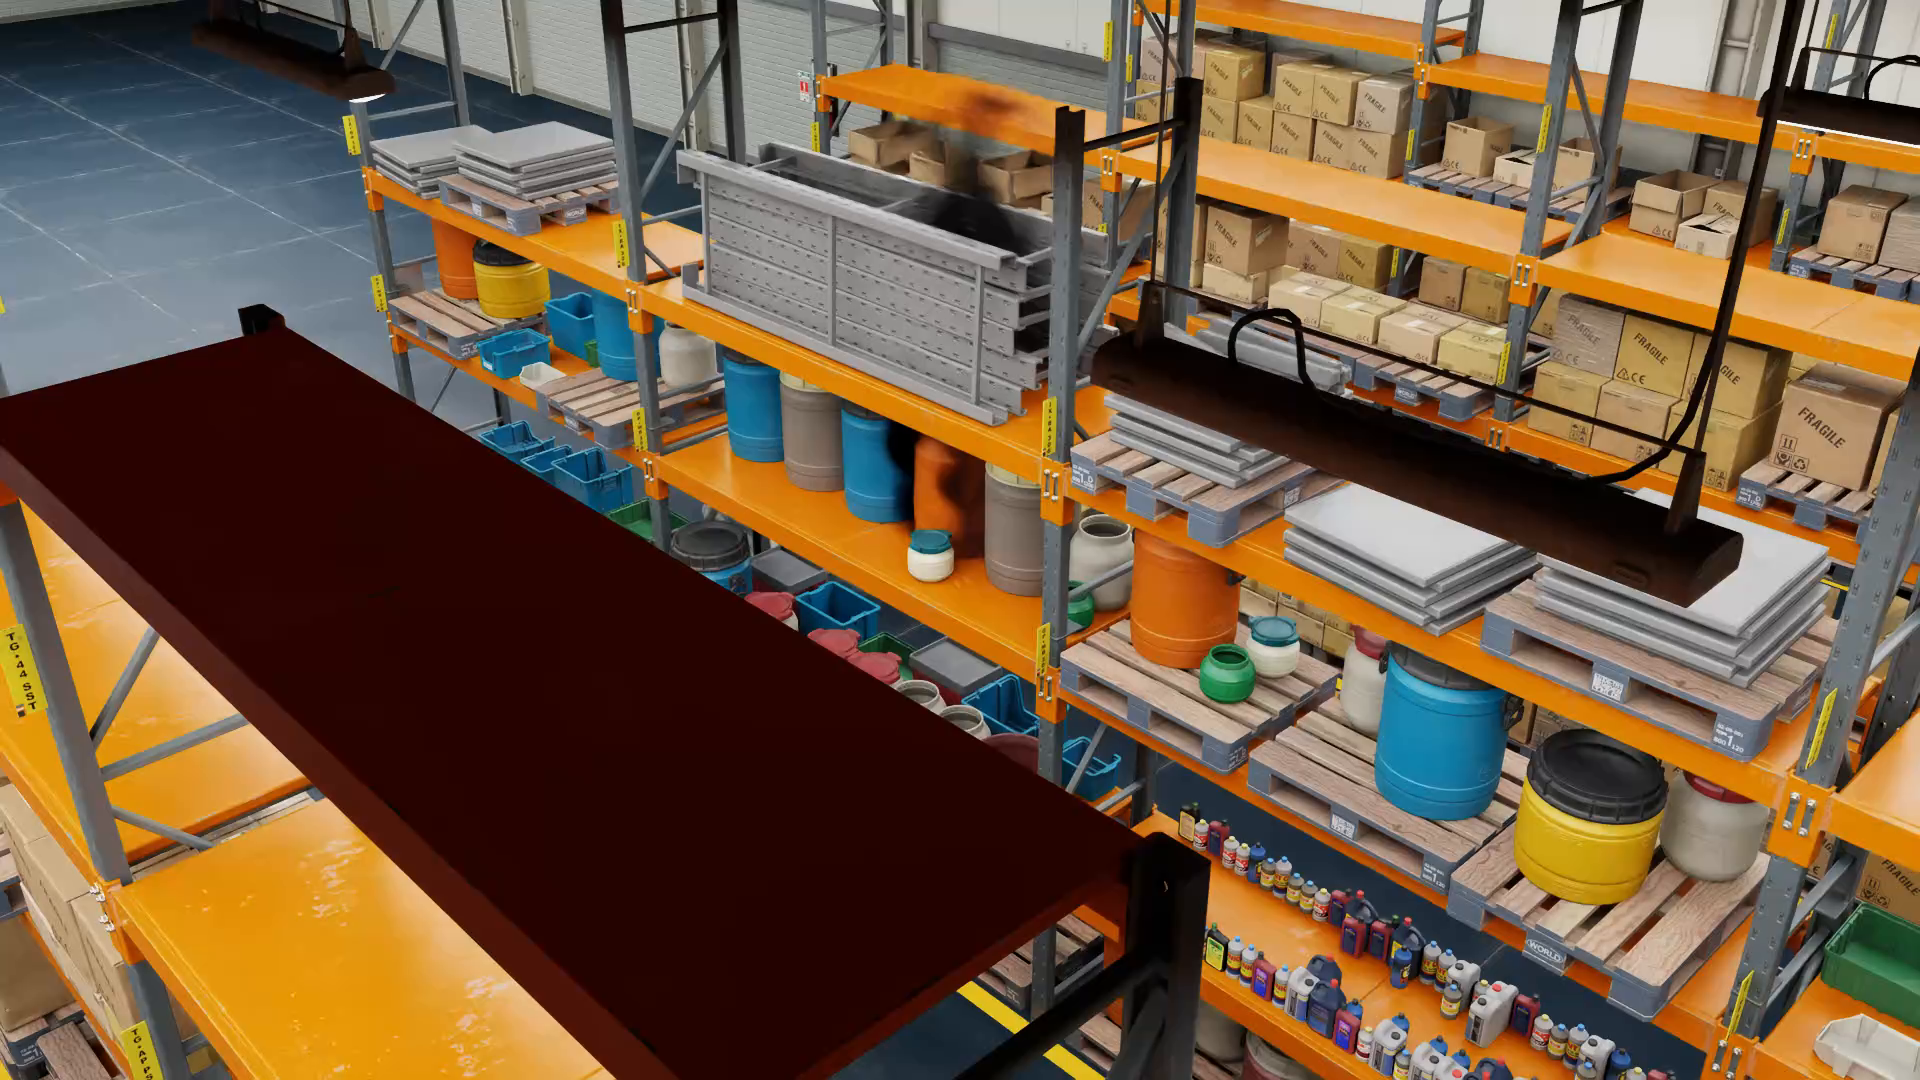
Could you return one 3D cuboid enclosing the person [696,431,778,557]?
[{"bbox_3d":[-2.165,-0.551,16.026,0.908,1.835,0.640,14,31,25],"label":"person"}]
